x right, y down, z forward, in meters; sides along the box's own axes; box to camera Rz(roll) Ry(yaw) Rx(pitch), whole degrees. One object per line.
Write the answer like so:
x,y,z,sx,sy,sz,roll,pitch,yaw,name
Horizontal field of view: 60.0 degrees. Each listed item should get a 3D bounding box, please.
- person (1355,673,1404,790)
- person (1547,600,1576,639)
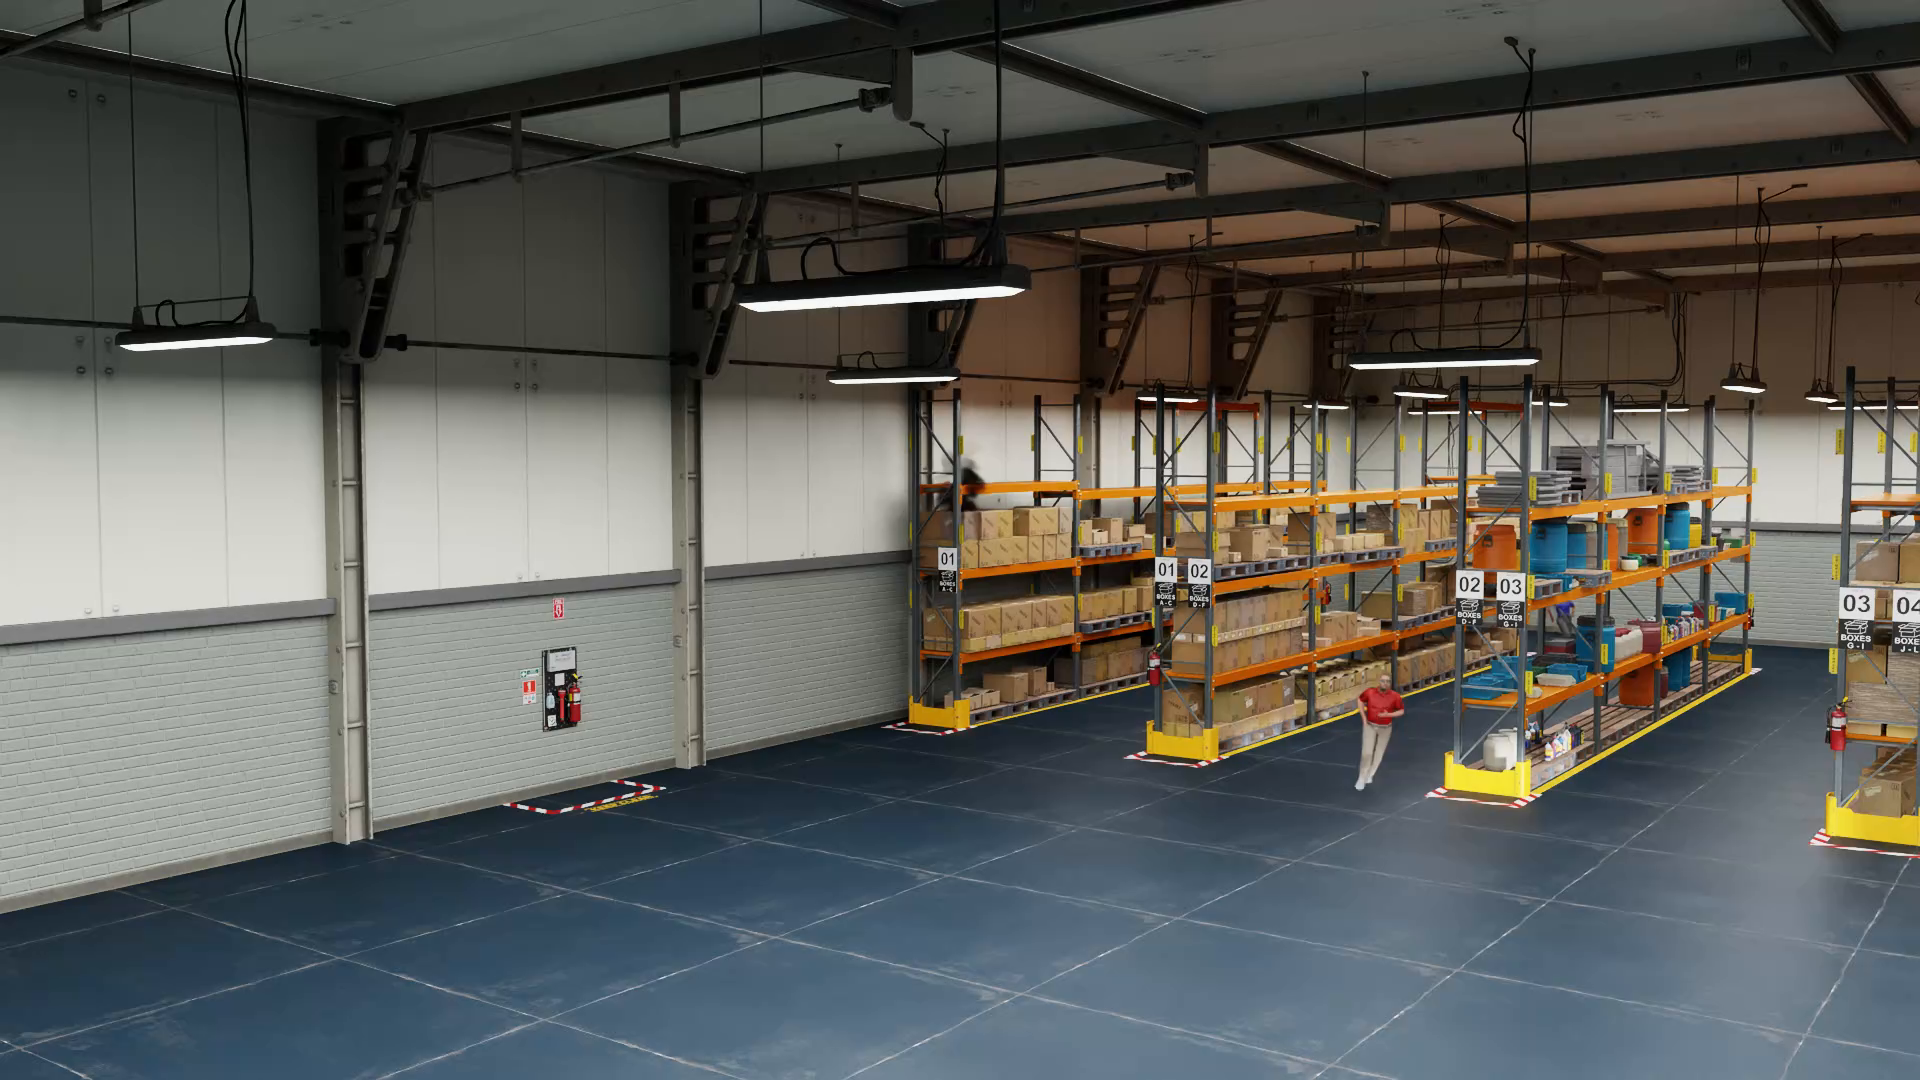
6.120,2.800,24.275,0.688,1.747,0.687,1,3,10,person
14.357,1.926,39.525,0.661,1.640,0.921,0,3,-8,person
